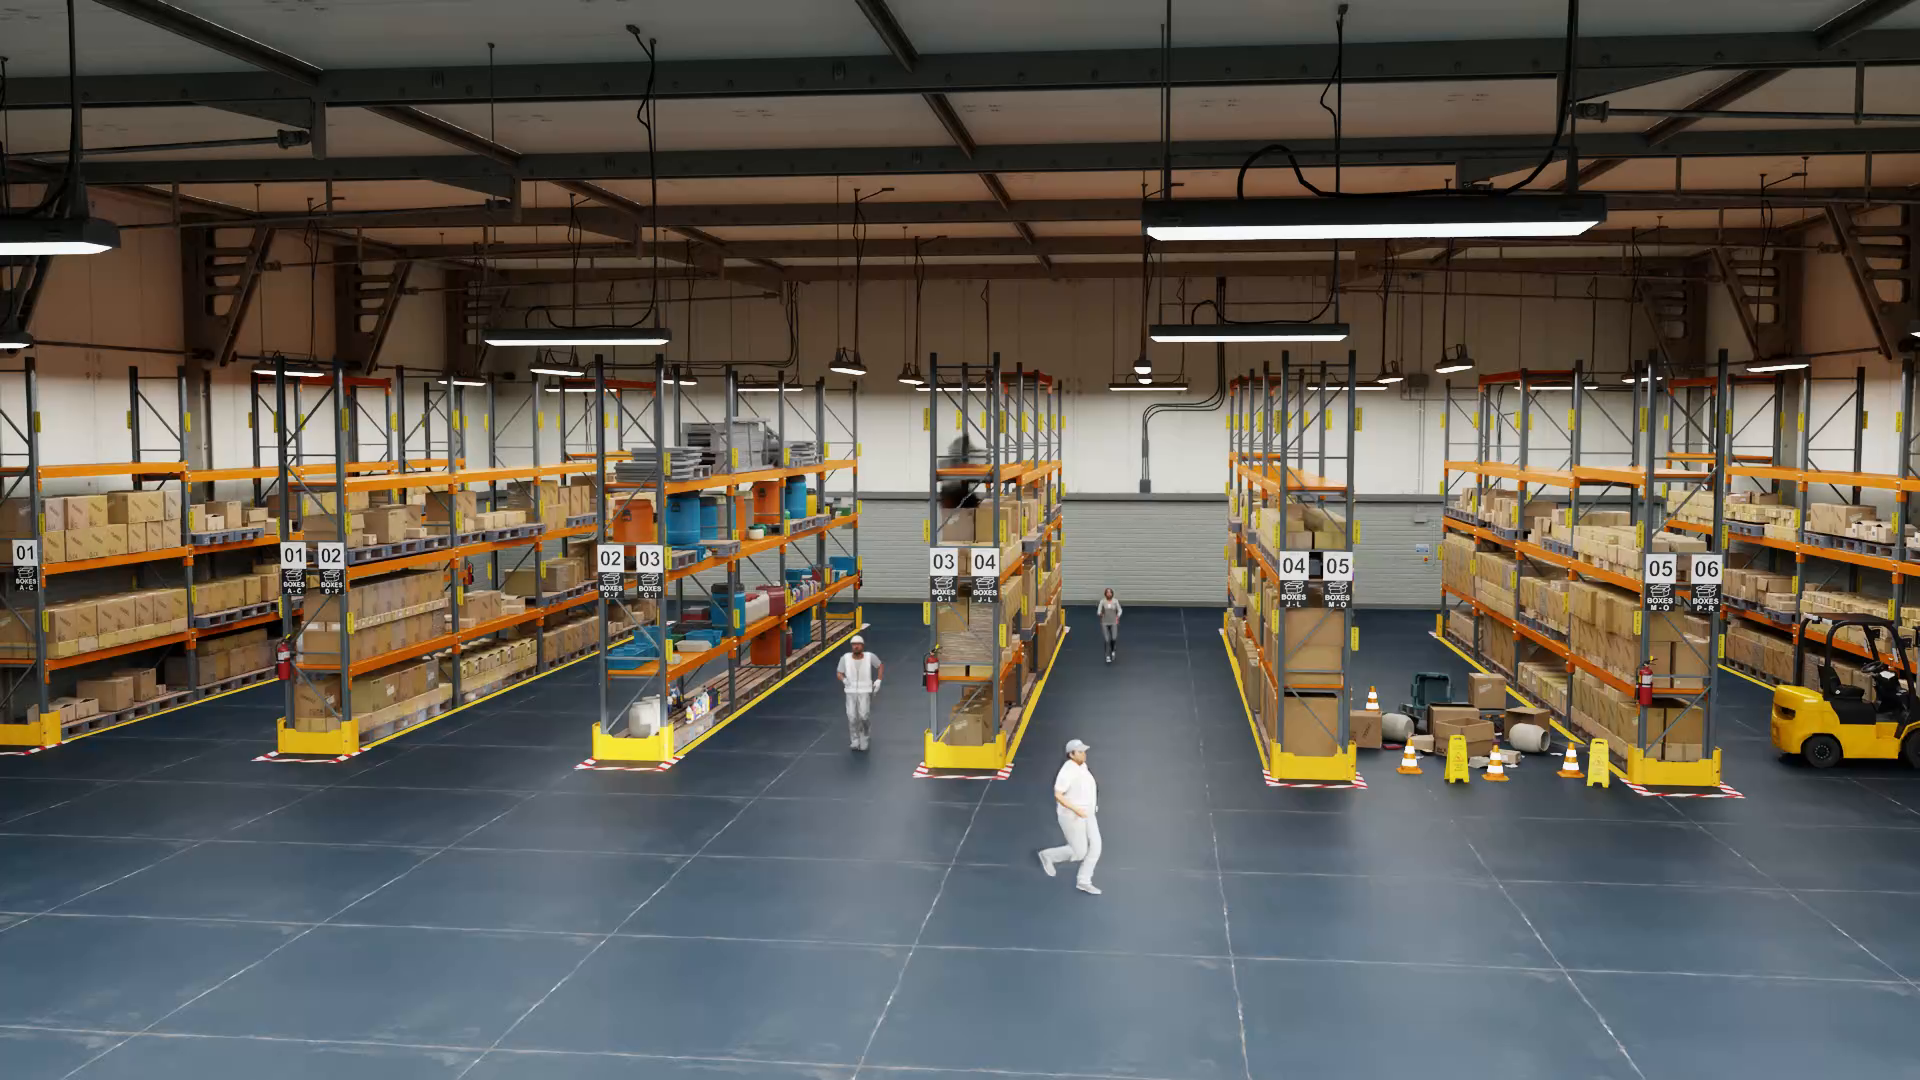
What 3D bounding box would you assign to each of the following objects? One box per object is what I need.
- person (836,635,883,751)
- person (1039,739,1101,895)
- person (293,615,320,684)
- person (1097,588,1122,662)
[{"bbox_3d":[-1.535,2.335,25.263,0.696,1.775,0.664,0,4,2],"label":"person"},{"bbox_3d":[1.207,2.945,17.797,0.685,1.643,0.608,2,5,32],"label":"person"},{"bbox_3d":[-11.189,2.136,28.570,0.547,1.756,0.777,-1,4,-7],"label":"person"},{"bbox_3d":[3.107,1.771,34.579,0.518,1.558,0.548,0,4,4],"label":"person"}]
